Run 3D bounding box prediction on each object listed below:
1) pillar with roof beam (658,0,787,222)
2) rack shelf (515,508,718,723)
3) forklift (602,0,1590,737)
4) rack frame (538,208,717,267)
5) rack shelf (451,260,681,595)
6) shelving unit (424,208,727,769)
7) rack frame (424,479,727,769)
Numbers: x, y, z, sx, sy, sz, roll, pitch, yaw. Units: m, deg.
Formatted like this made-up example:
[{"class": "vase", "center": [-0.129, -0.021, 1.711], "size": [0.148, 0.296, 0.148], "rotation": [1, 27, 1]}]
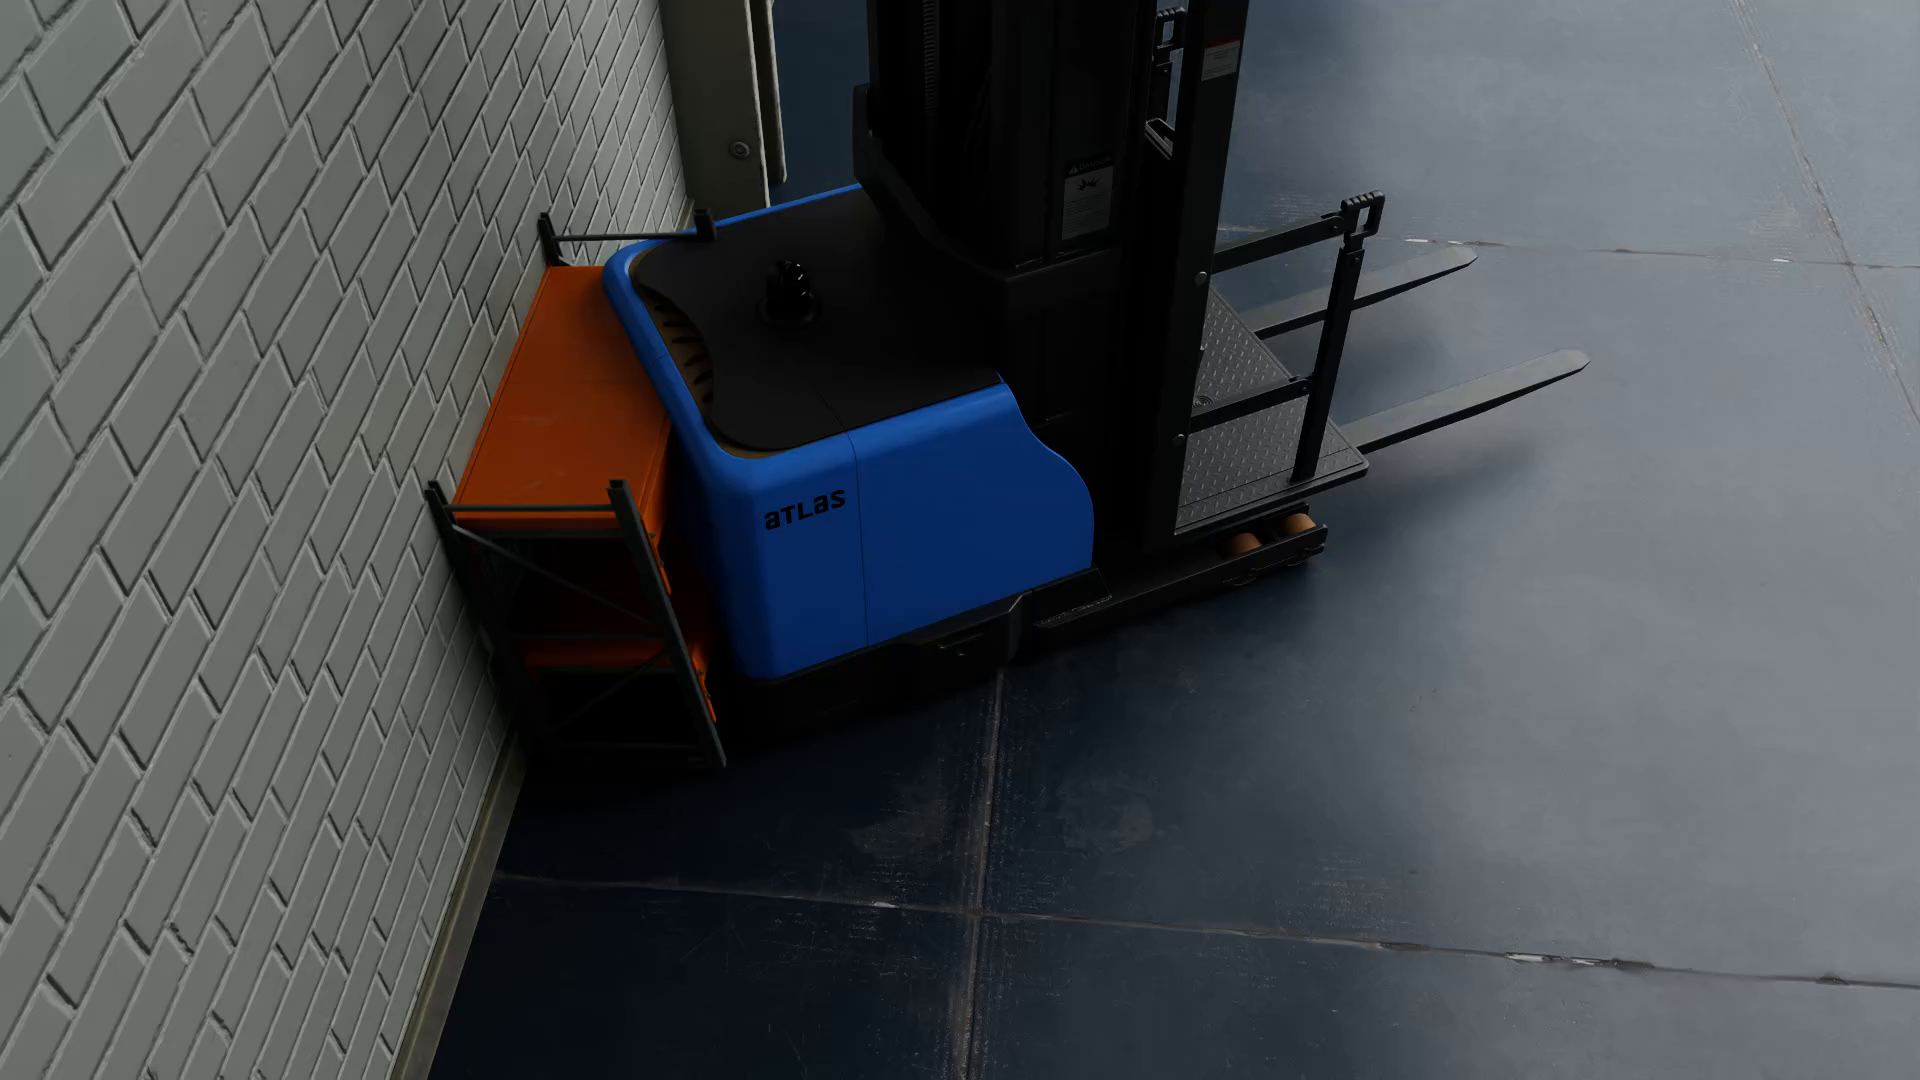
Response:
[{"class": "pillar with roof beam", "center": [3.431, -4.056, 2.861], "size": [9.100, 9.000, 0.400], "rotation": [4, 48, 4]}, {"class": "rack shelf", "center": [-0.887, 0.033, 4.766], "size": [0.538, 0.278, 1.000], "rotation": [0, 48, 8]}, {"class": "forklift", "center": [0.571, -1.185, 4.347], "size": [3.031, 2.935, 1.130], "rotation": [-19, 50, -17]}, {"class": "rack frame", "center": [-0.866, -0.509, 4.922], "size": [0.500, 1.125, 0.032], "rotation": [0, 48, 8]}, {"class": "rack shelf", "center": [-0.940, -0.326, 4.369], "size": [0.538, 0.278, 1.000], "rotation": [0, 48, 8]}, {"class": "shelving unit", "center": [-0.911, -0.130, 4.585], "size": [0.538, 1.125, 1.048], "rotation": [0, 48, 8]}, {"class": "rack frame", "center": [-0.956, 0.248, 4.249], "size": [0.500, 1.125, 0.032], "rotation": [0, 48, 8]}]
